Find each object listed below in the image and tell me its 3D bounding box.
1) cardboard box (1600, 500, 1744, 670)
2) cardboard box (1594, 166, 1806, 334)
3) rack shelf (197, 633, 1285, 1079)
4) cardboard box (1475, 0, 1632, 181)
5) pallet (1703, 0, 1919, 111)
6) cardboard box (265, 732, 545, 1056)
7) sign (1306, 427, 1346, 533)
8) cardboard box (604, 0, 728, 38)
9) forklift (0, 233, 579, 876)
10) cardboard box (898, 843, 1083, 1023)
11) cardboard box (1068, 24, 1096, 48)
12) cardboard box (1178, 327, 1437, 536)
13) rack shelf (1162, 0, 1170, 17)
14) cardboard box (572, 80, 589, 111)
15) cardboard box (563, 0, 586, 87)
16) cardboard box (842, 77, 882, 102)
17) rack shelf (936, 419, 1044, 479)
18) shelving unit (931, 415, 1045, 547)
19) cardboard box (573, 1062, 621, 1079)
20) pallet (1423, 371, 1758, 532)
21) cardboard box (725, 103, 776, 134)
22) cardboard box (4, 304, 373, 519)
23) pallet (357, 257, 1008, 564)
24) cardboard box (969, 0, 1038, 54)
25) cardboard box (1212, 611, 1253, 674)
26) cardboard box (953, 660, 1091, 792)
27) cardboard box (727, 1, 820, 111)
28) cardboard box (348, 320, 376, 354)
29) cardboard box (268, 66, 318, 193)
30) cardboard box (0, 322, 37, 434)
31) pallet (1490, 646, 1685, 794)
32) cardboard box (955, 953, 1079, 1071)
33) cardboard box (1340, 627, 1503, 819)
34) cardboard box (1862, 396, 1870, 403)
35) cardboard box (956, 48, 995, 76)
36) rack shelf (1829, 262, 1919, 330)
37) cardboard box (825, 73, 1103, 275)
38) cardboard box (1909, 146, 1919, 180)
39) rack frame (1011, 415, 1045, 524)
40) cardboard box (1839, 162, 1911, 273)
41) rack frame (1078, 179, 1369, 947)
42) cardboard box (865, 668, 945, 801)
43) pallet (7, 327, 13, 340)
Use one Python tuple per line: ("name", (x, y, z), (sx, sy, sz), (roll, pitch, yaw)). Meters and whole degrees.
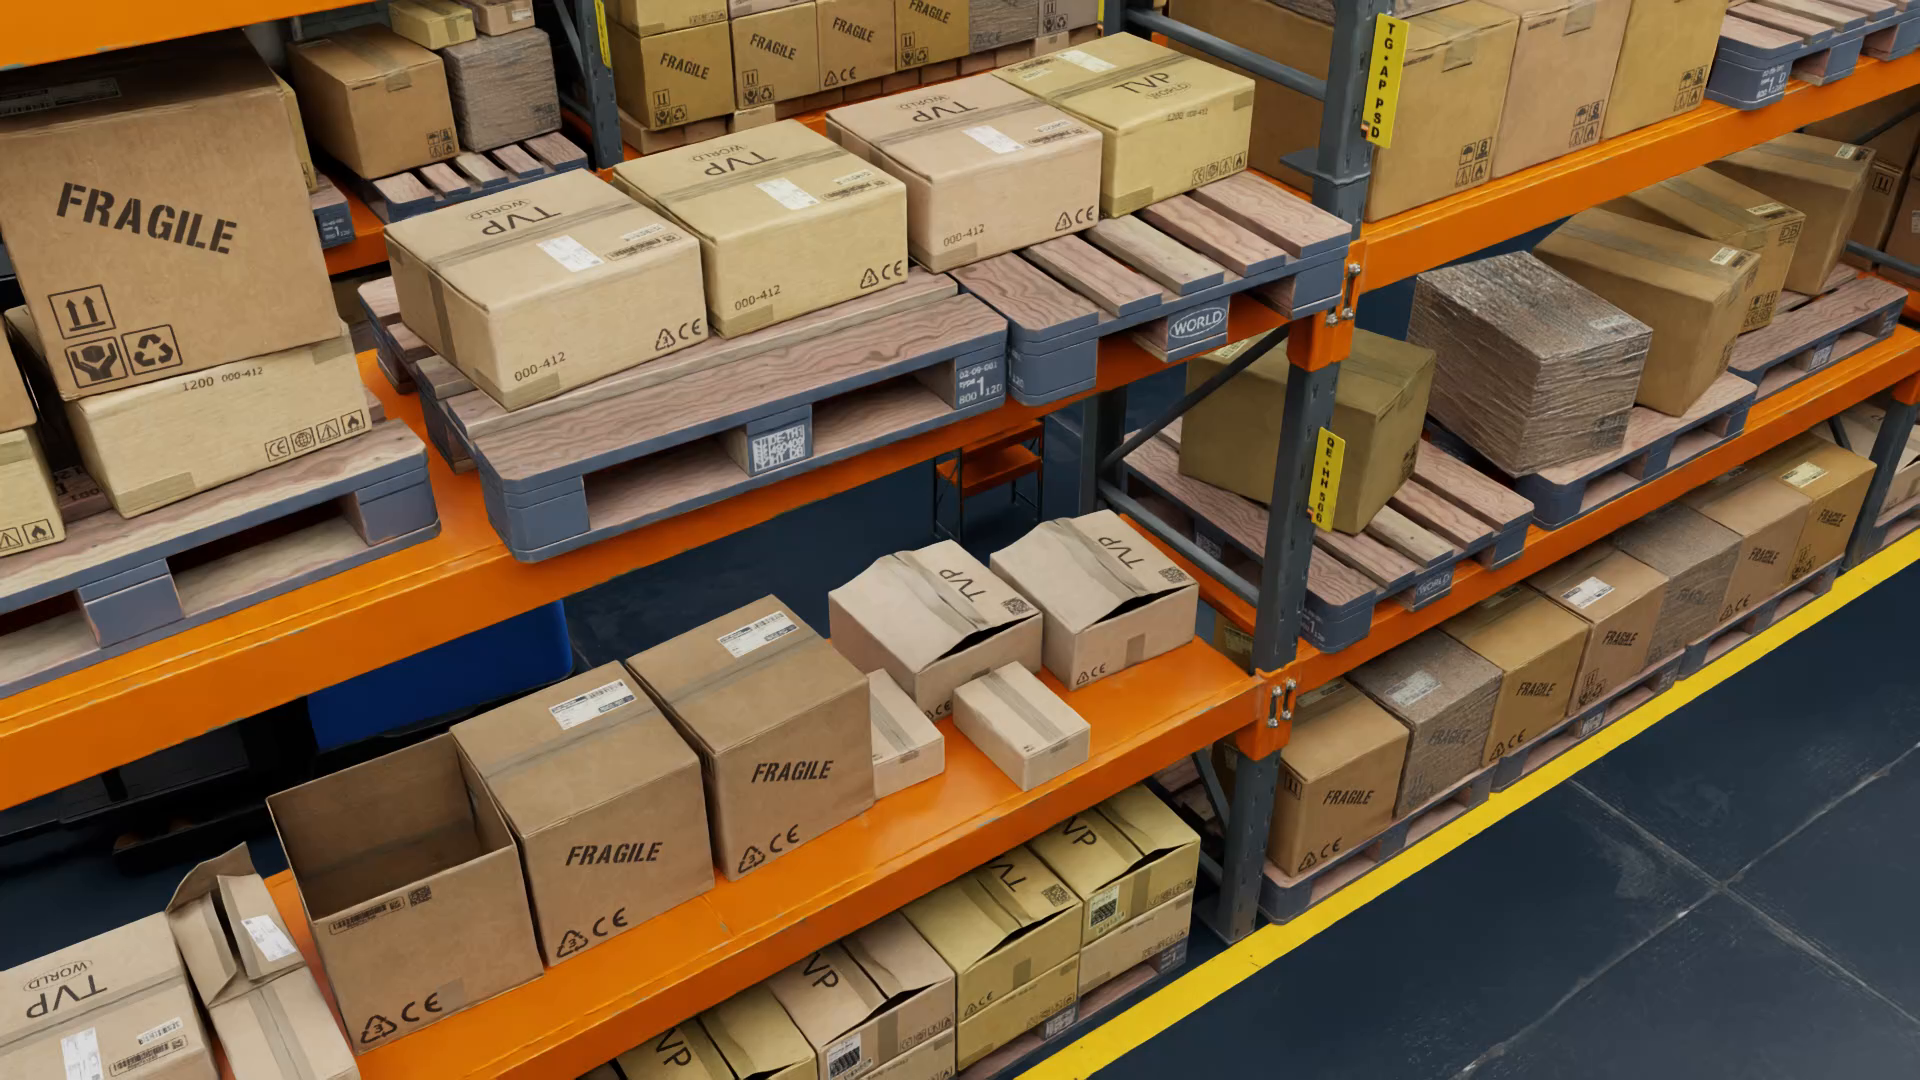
("cardboard box", (2.974, 0.154, 7.230), (0.500, 0.500, 0.500), (-22, 41, -27))
("cardboard box", (2.990, -1.212, 6.921), (0.500, 0.500, 0.700), (-16, 39, -21))
("rack shelf", (-0.873, 0.995, 4.914), (4.000, 0.370, 1.077), (-22, 41, -28))
("cardboard box", (1.516, -1.563, 5.199), (0.500, 0.500, 0.910), (-22, 41, -28))
("pallet", (2.612, -1.921, 5.943), (1.003, 0.211, 1.213), (-22, 41, -28))
("cardboard box", (-1.440, 0.907, 4.334), (0.500, 0.500, 0.500), (-19, 40, -25))
("sign", (1.084, -0.176, 4.934), (0.005, 0.325, 0.100), (-22, 41, -28))
("cardboard box", (-1.552, -2.846, 8.638), (0.500, 0.250, 0.500), (-21, 41, -27))
("forklift", (-3.162, -0.252, 6.089), (3.031, 2.935, 1.130), (-17, 39, -22))
("cardboard box", (0.055, 1.220, 5.500), (0.500, 0.311, 0.500), (-23, 42, -29))
("cardboard box", (0.631, -3.174, 10.292), (0.250, 0.149, 0.380), (-21, 41, -27))
("cardboard box", (1.212, -0.446, 5.856), (0.700, 0.500, 0.500), (23, 41, 28))
("rack shelf", (2.810, -4.059, 11.941), (4.000, 0.370, 1.077), (-22, 41, -28))
("cardboard box", (-1.976, -2.471, 9.314), (0.250, 0.149, 0.380), (-22, 41, -27))
("cardboard box", (-1.861, -2.787, 9.199), (0.500, 0.500, 0.500), (-22, 41, -28))
("cardboard box", (-0.657, -2.685, 9.613), (0.250, 0.149, 0.380), (-22, 41, -27))
("rack shelf", (0.135, -0.488, 8.016), (0.480, 0.148, 0.258), (-22, 41, -28))
("shelving unit", (0.135, -0.543, 7.977), (0.503, 1.200, 0.258), (-22, 41, -28))
("cardboard box", (-1.192, 1.733, 4.786), (0.500, 0.311, 0.500), (-24, 42, -29))
("pallet", (2.349, -0.548, 6.608), (1.213, 0.211, 1.003), (-22, 41, -28))
("cardboard box", (-1.215, -2.369, 9.172), (0.250, 0.149, 0.380), (-21, 41, -27))
("cardboard box", (-1.551, -0.340, 3.354), (0.500, 0.250, 0.500), (-27, 44, -32))
("pallet", (-0.654, -0.462, 3.917), (1.213, 0.211, 1.003), (-20, 40, -26))
("cardboard box", (0.116, -3.231, 9.816), (0.500, 0.500, 0.500), (-22, 41, -28))
("cardboard box", (1.391, 0.440, 6.834), (0.500, 0.500, 0.500), (-21, 41, -26))
("cardboard box", (0.186, 0.567, 5.108), (0.250, 0.149, 0.380), (-22, 41, -28))
("cardboard box", (-1.117, -2.715, 9.099), (0.500, 0.500, 0.500), (-21, 41, -26))
("cardboard box", (-3.141, -1.112, 8.991), (0.500, 0.500, 0.700), (-22, 41, -28))
("cardboard box", (-3.479, -1.959, 7.943), (0.500, 0.500, 0.700), (-22, 41, -28))
("cardboard box", (-1.981, -0.445, 2.857), (0.500, 0.500, 0.500), (-22, 41, -27))
("pallet", (2.390, 0.521, 7.345), (1.213, 0.211, 1.003), (-22, 41, -28))
("cardboard box", (0.053, 1.444, 5.668), (0.500, 0.250, 0.500), (-23, 42, -28))
("cardboard box", (1.723, 0.671, 6.512), (0.500, 0.500, 0.500), (-24, 42, -29))
("cardboard box", (4.334, -0.806, 8.566), (0.500, 0.500, 0.500), (-22, 41, -28))
("cardboard box", (-0.002, -2.929, 9.952), (0.250, 0.149, 0.380), (-24, 42, -29))
("rack shelf", (5.666, -1.696, 8.655), (4.000, 0.370, 1.077), (-22, 41, -28))
("cardboard box", (0.005, -0.933, 4.178), (0.500, 0.250, 0.500), (-21, 41, -27))
("cardboard box", (4.579, -1.786, 7.222), (0.500, 0.500, 0.500), (-21, 41, -27))
("rack frame", (0.335, -0.625, 8.091), (0.015, 1.200, 0.240), (-22, 41, -28))
("cardboard box", (4.292, -1.646, 7.885), (0.500, 0.500, 0.500), (-22, 41, -27))
("rack frame", (0.762, 0.030, 5.639), (0.127, 3.000, 1.000), (-22, 41, -28))
("cardboard box", (-0.248, 0.588, 5.079), (0.250, 0.149, 0.380), (-19, 40, -25))
("pallet", (-4.656, -1.097, 7.371), (1.213, 0.211, 1.003), (-22, 41, -28))
